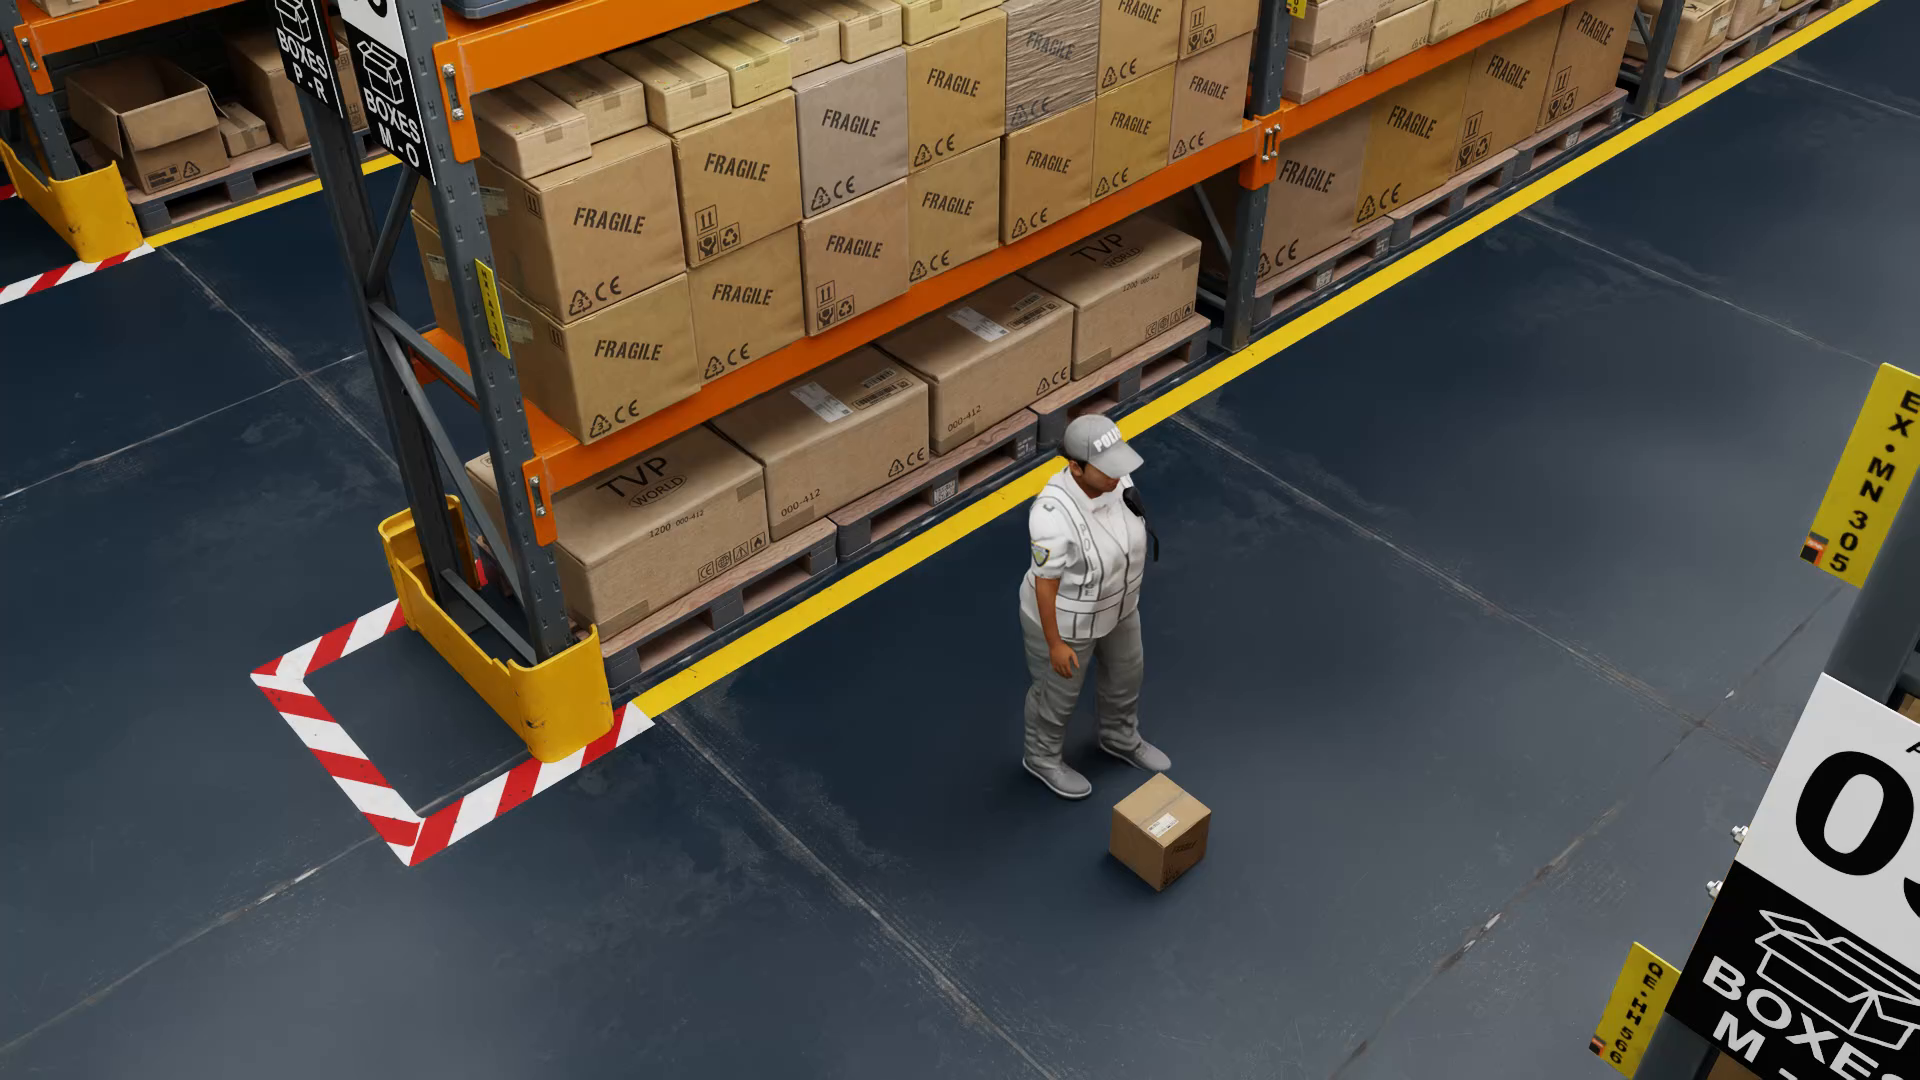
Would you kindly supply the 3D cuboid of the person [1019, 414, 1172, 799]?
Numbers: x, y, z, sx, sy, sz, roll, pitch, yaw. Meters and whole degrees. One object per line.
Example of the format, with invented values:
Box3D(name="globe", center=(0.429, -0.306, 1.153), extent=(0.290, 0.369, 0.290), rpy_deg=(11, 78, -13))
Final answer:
Box3D(name="person", center=(0.485, 0.260, 5.852), extent=(0.474, 1.692, 0.542), rpy_deg=(30, 49, 31))
